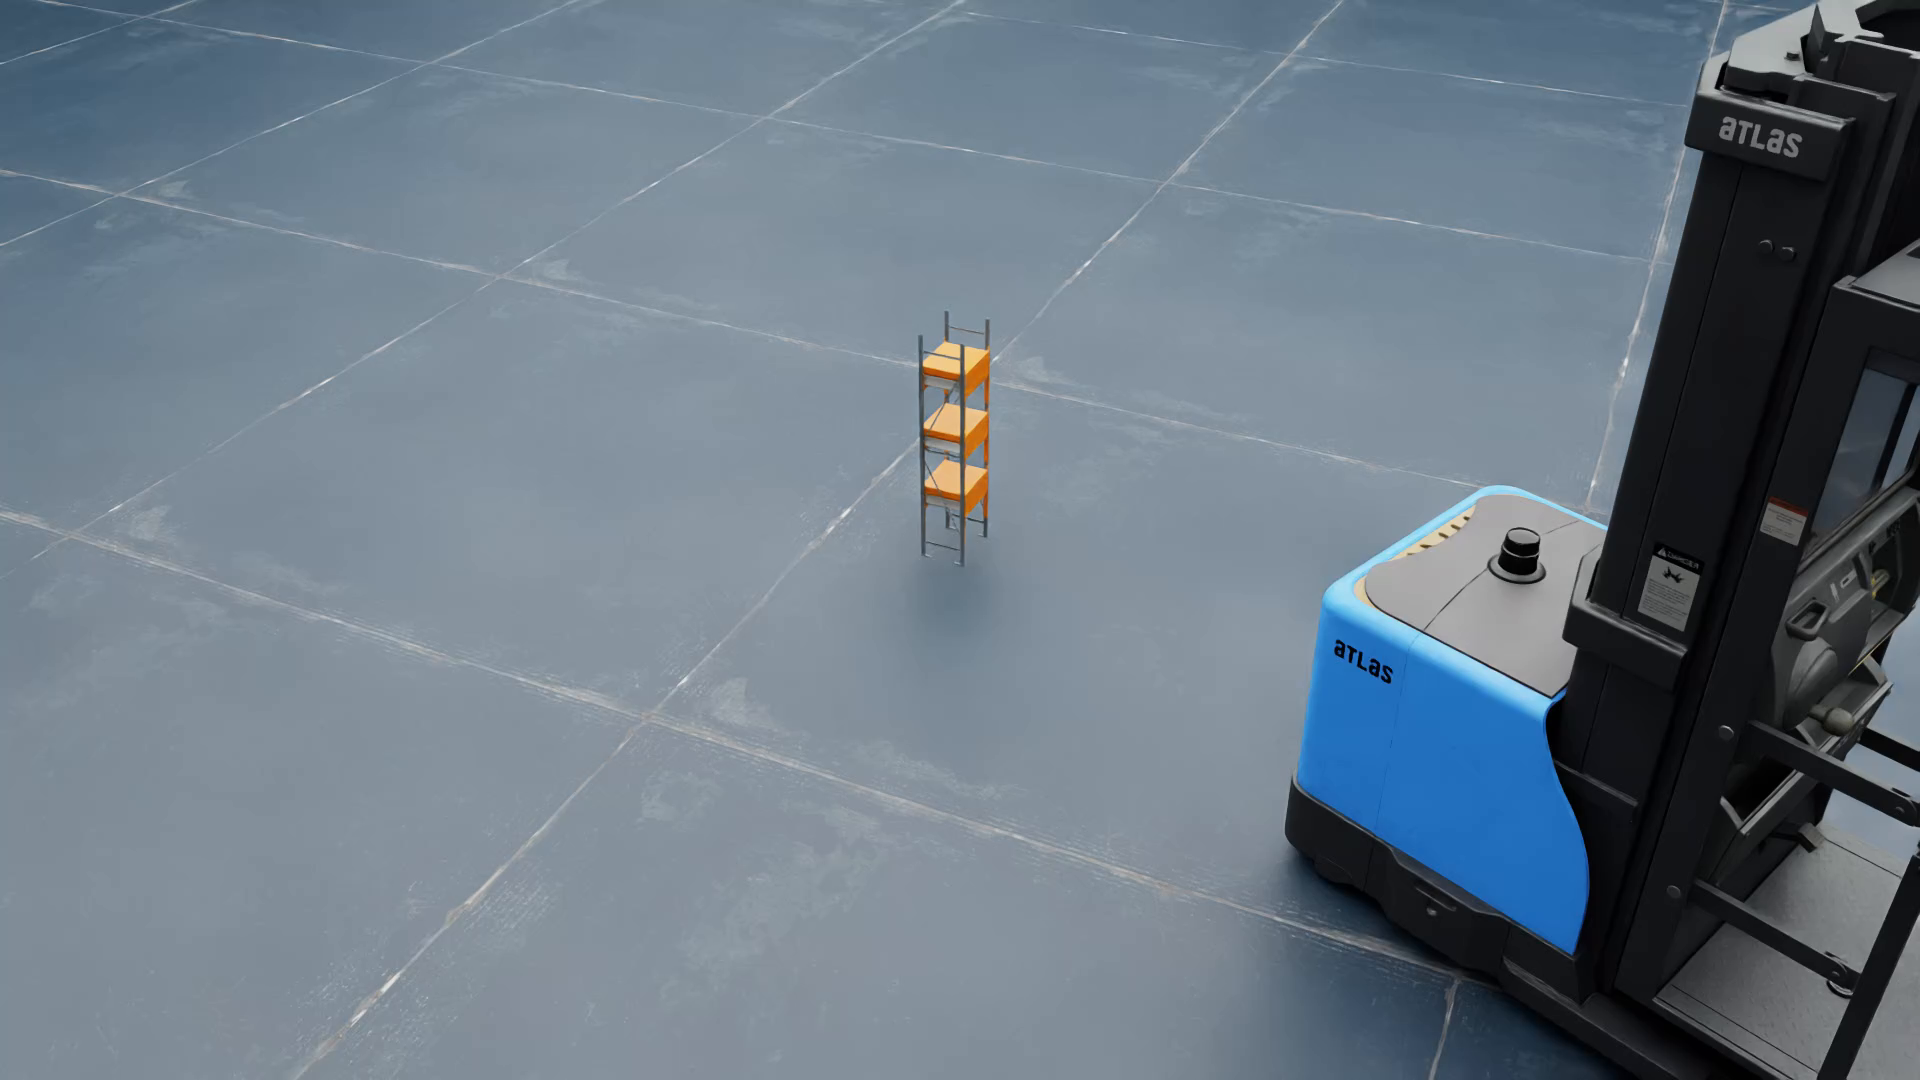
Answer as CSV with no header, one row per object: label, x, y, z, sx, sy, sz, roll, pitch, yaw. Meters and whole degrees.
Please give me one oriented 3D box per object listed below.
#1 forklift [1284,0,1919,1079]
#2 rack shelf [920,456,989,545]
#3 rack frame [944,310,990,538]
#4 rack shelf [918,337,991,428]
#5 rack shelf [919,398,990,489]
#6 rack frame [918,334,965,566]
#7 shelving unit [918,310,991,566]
forklift,2.463,0.237,4.216,1.130,2.935,3.031,-27,42,-35
rack shelf,-0.022,-0.171,7.080,0.215,0.259,0.240,14,36,20
rack frame,0.029,-0.473,7.014,0.200,1.050,0.008,14,36,20
rack shelf,-0.022,-0.641,6.772,0.215,0.259,0.240,14,36,20
rack shelf,-0.022,-0.404,6.927,0.215,0.259,0.240,14,36,20
rack frame,-0.073,-0.352,6.829,0.200,1.050,0.008,14,36,20
shelving unit,-0.022,-0.412,6.921,0.215,1.050,0.252,14,36,20
